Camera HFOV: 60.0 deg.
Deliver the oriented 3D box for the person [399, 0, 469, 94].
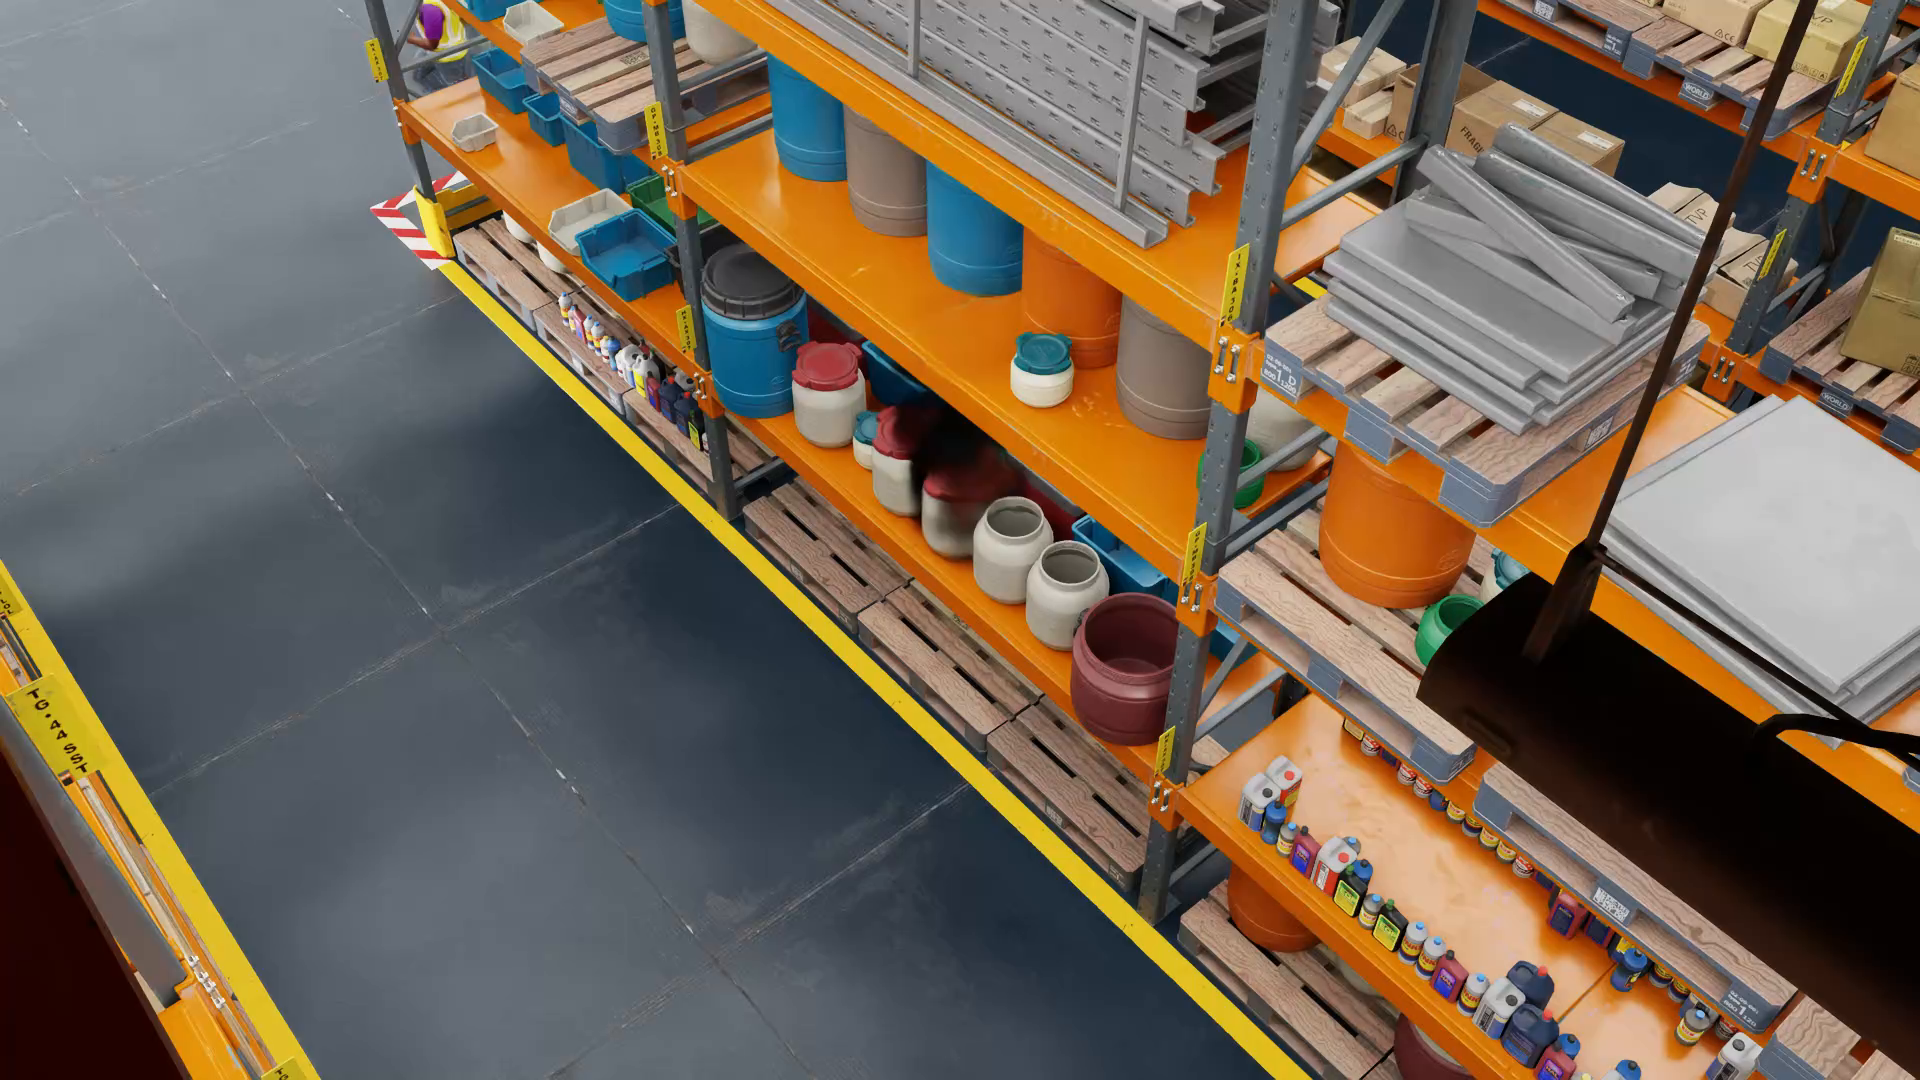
[{"bbox_3d":[-4.228,-4.029,13.594,0.686,1.719,0.713,-7,47,-6],"label":"person"}]
